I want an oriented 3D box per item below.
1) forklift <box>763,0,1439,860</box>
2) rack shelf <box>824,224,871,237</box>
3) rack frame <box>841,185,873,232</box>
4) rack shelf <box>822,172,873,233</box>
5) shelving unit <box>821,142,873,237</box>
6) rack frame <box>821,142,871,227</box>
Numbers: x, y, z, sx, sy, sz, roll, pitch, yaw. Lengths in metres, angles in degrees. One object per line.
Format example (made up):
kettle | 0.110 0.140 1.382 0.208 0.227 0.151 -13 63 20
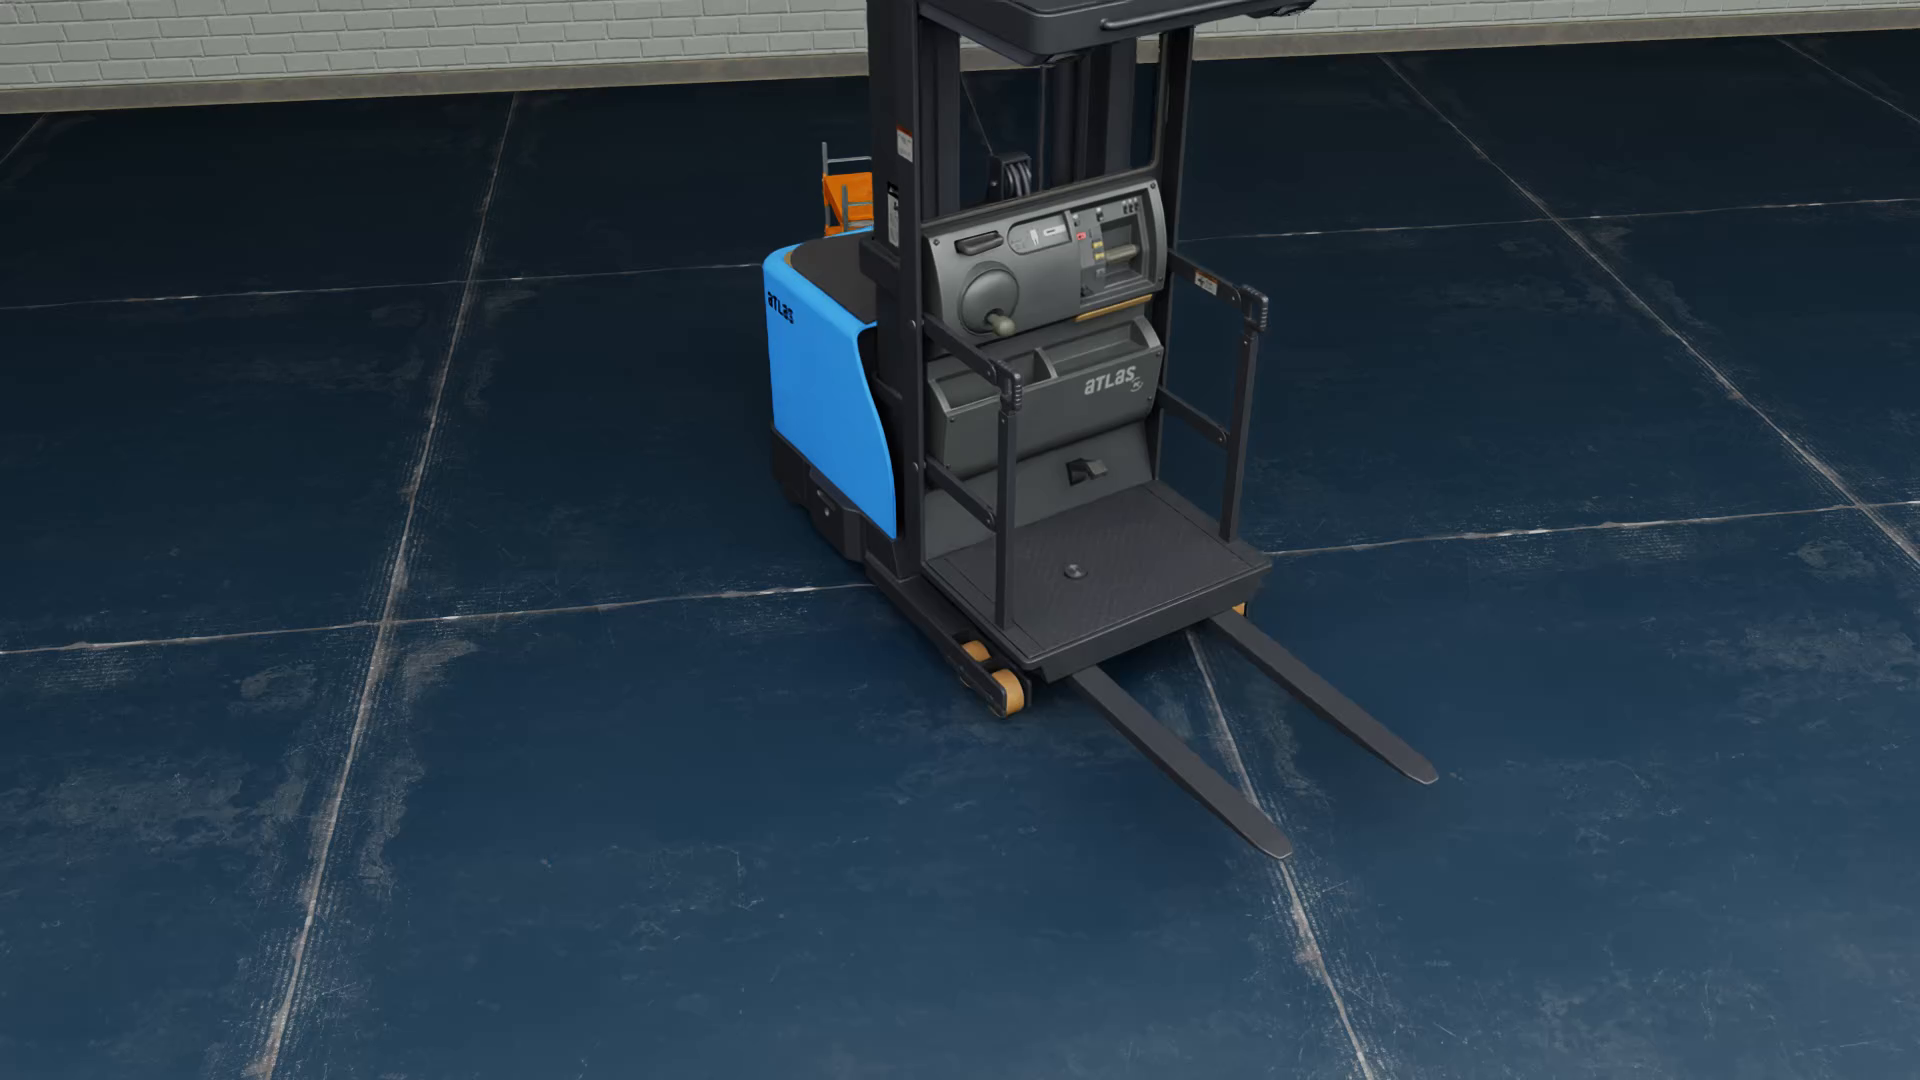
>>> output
forklift | 0.424 -0.895 5.460 1.130 2.935 3.031 -20 39 -26
rack shelf | -0.418 -1.214 7.188 0.258 0.148 0.480 -8 35 -11
rack frame | -0.361 -0.951 7.080 0.240 1.200 0.015 -8 35 -11
rack shelf | -0.418 -1.409 7.055 0.258 0.148 0.480 -8 35 -11
shelving unit | -0.418 -1.085 7.276 0.258 1.200 0.503 -8 35 -11
rack frame | -0.475 -1.218 7.472 0.240 1.200 0.015 -8 35 -11
